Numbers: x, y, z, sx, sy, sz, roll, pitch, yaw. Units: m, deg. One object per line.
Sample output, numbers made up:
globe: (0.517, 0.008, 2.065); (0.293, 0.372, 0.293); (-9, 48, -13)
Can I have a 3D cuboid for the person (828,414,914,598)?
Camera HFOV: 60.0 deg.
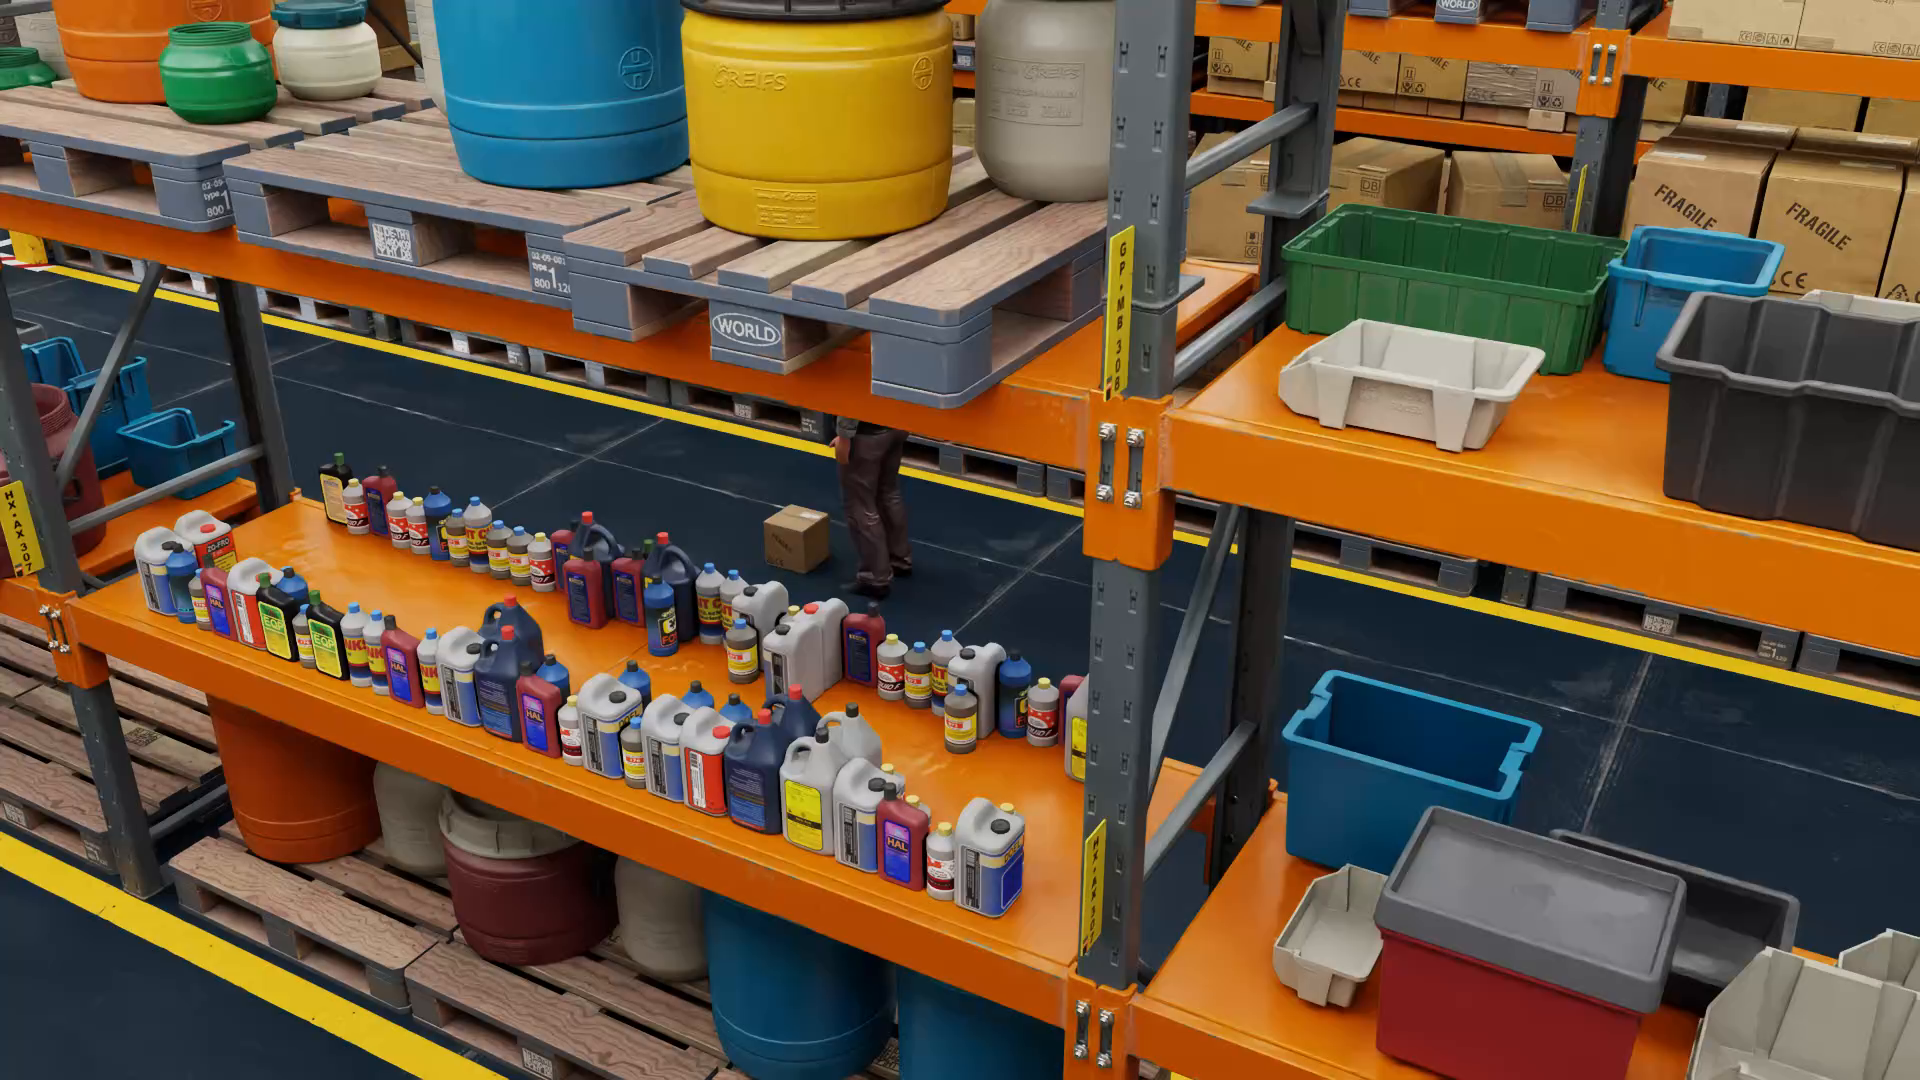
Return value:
person: (-0.449, -0.539, 8.268); (0.359, 1.742, 0.531); (15, 30, 27)
